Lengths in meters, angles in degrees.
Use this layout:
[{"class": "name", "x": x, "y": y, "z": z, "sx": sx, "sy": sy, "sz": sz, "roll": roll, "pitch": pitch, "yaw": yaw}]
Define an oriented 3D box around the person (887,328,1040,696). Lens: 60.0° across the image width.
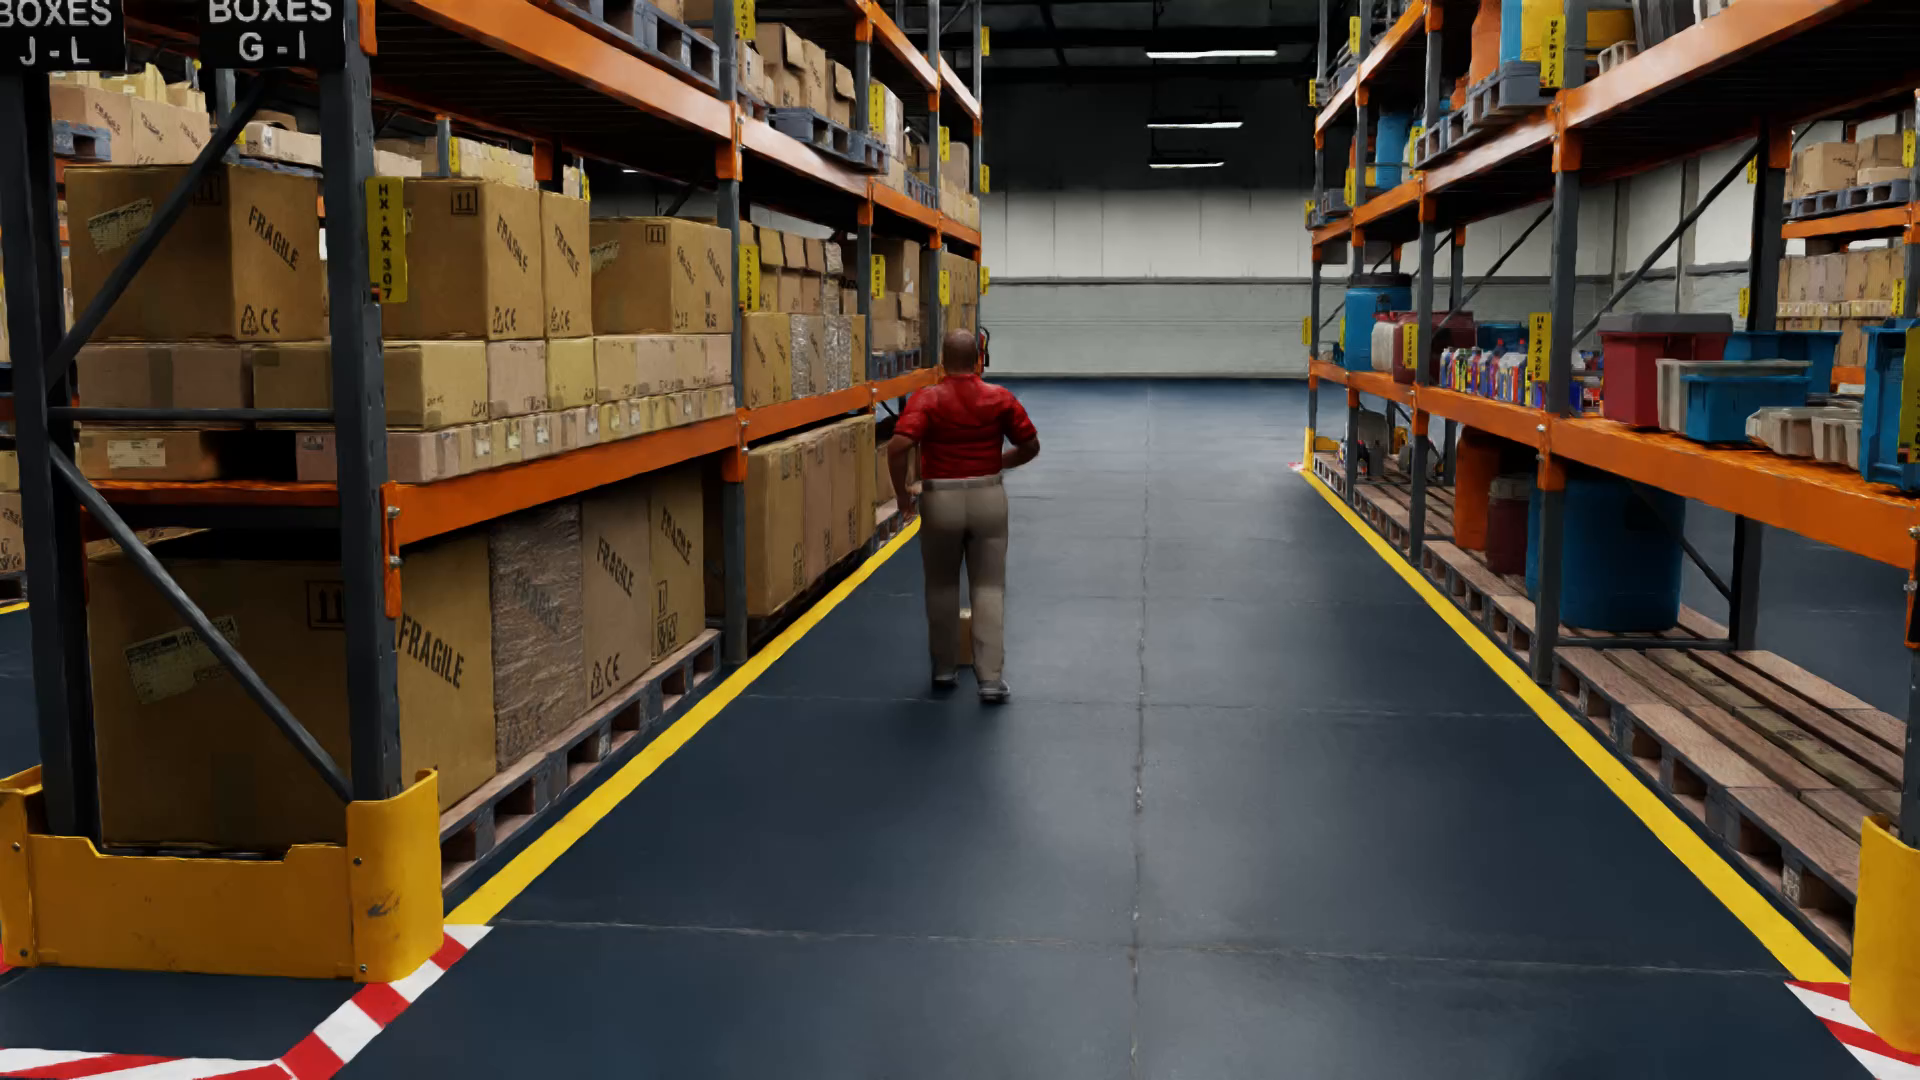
[{"class": "person", "x": 0.000, "y": -0.129, "z": 7.842, "sx": 0.710, "sy": 1.726, "sz": 0.750, "roll": -1, "pitch": 8, "yaw": -5}]
